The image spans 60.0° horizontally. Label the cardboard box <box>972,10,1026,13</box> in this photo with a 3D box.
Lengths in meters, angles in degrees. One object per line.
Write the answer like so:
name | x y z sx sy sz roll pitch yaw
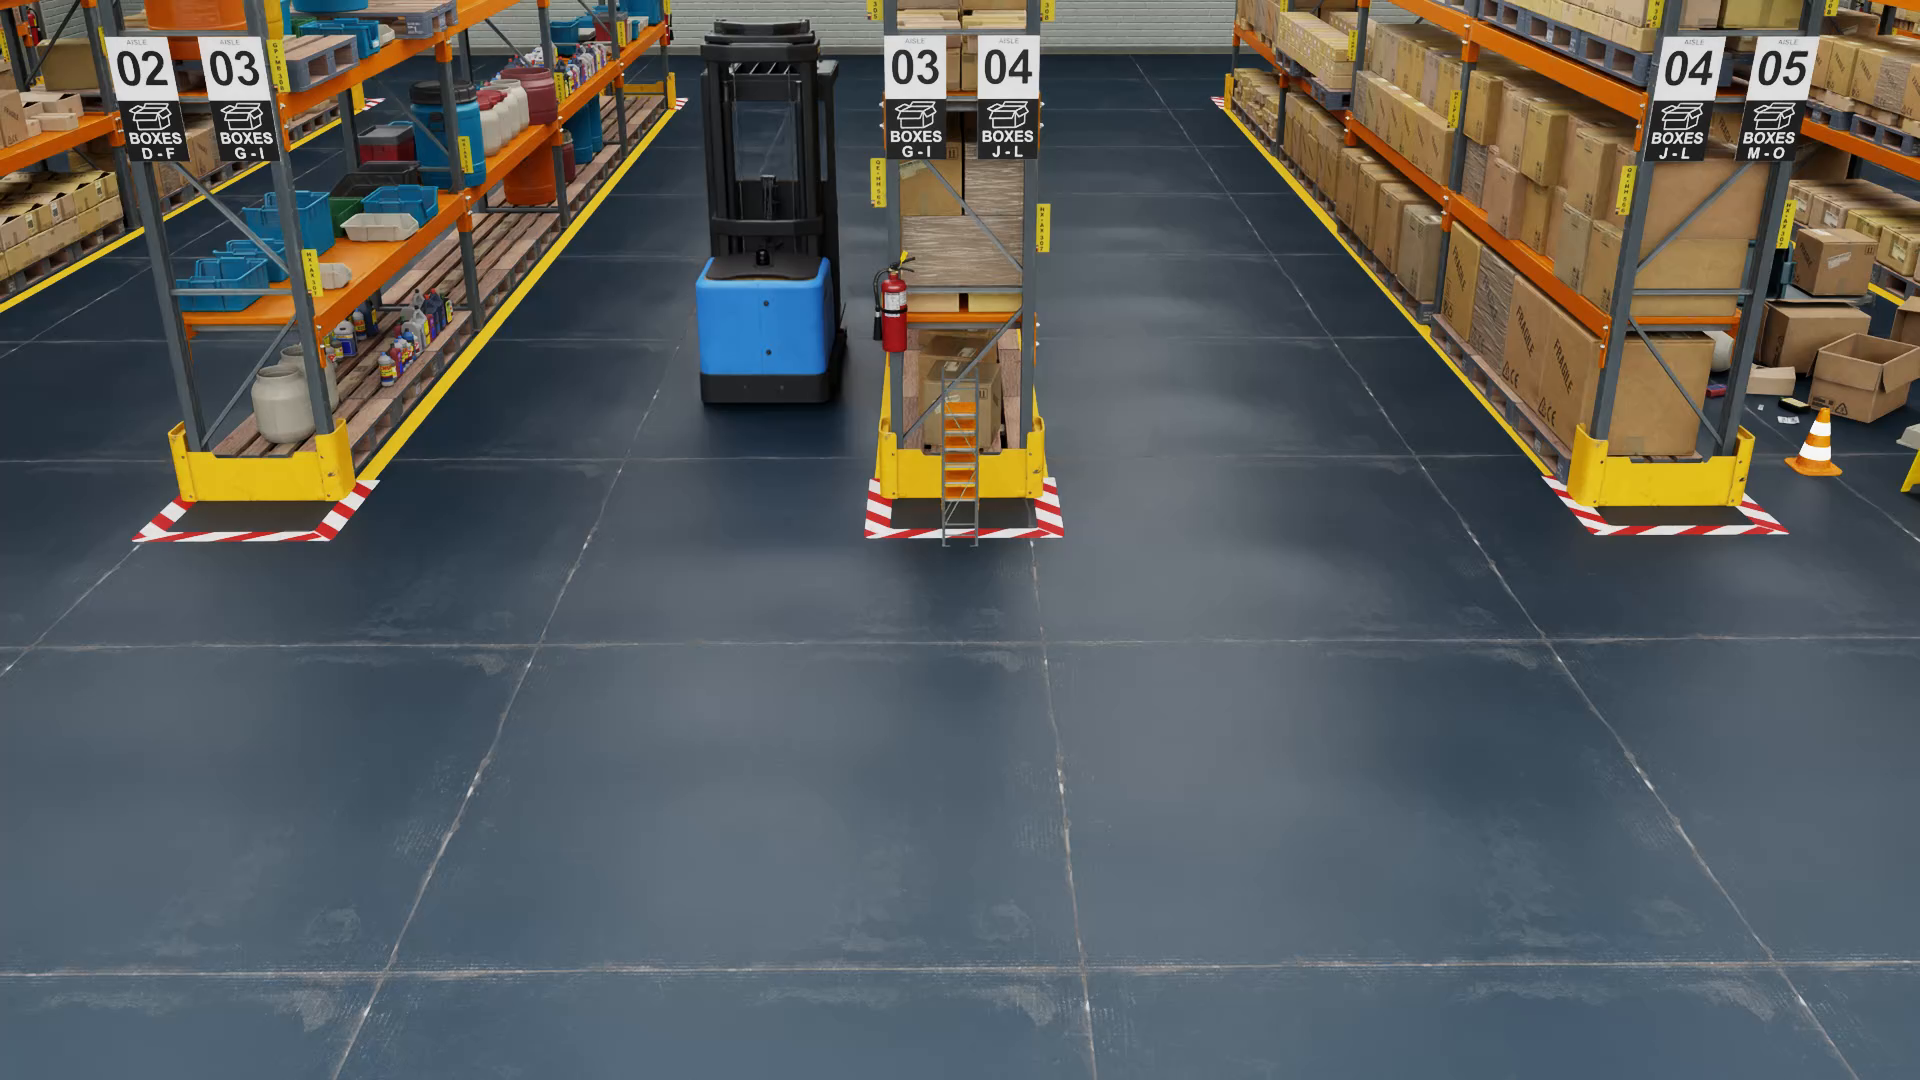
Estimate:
cardboard box | 0.278 -3.723 11.899 0.380 0.149 0.250 0 24 -1

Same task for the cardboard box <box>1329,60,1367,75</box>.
cardboard box | 4.425 -5.396 18.975 0.380 0.149 0.250 0 24 1

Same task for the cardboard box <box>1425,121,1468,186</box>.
cardboard box | 4.656 -3.593 15.433 0.500 0.500 0.500 0 24 -1

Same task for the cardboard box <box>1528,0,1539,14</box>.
cardboard box | 4.609 -4.146 12.812 0.380 0.149 0.250 0 24 -1

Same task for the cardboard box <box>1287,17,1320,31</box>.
cardboard box | 4.396 -6.593 21.261 0.380 0.149 0.250 0 24 0

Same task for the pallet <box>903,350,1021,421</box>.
pallet | 0.027 -1.302 13.872 1.003 0.211 1.213 0 24 -1

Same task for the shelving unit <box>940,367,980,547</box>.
shelving unit | 0.000 -0.541 10.989 0.258 1.200 0.189 0 24 -1

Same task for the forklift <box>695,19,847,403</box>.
forklift | -1.593 -3.010 14.348 1.130 2.935 3.031 0 24 0

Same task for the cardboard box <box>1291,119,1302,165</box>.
cardboard box | 4.592 -5.159 21.540 0.500 0.500 0.500 1 24 2

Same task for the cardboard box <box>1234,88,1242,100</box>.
cardboard box | 4.484 -6.953 25.934 0.380 0.149 0.250 0 24 1

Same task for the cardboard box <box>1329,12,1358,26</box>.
cardboard box | 5.041 -6.814 21.748 0.380 0.149 0.250 1 24 2

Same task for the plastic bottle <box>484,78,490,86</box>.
plastic bottle | -5.461 -5.186 19.217 0.061 0.283 0.133 0 24 -1

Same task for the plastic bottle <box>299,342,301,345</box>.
plastic bottle | -5.374 -1.501 13.699 0.152 0.276 0.135 0 24 0

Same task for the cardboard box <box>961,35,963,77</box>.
cardboard box | 0.253 -3.415 11.703 0.500 0.250 0.500 -1 24 -2

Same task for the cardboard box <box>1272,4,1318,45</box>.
cardboard box | 4.554 -7.009 22.625 0.500 0.500 0.500 0 24 0

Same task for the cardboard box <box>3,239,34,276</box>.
cardboard box | -9.707 -2.840 16.716 0.500 0.250 0.500 -1 24 -2

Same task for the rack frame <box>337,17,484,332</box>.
rack frame | -4.984 -3.331 14.974 1.000 3.000 0.127 0 24 -1

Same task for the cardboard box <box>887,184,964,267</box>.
cardboard box | -0.092 -2.318 12.253 0.875 0.500 0.500 0 24 -1

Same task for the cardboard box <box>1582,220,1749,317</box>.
cardboard box | 4.923 -1.906 11.643 0.875 0.550 0.550 0 24 -1

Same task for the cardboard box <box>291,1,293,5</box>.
cardboard box | -9.766 -7.940 23.832 0.500 0.500 0.500 0 24 1

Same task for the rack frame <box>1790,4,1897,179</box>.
rack frame | 9.834 -5.046 18.766 1.000 3.000 0.127 0 24 -1

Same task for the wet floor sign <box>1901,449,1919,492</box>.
wet floor sign | 6.953 -0.610 11.815 0.267 0.644 0.232 -4 25 -10

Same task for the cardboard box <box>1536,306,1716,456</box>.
cardboard box | 4.899 -1.188 12.305 0.875 0.875 0.875 0 24 0

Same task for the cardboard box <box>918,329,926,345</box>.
cardboard box | -0.053 -2.004 14.566 0.500 0.500 0.500 8 25 16

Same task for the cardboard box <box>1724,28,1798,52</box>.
cardboard box | 5.290 -3.317 10.978 0.380 0.149 0.250 0 24 0

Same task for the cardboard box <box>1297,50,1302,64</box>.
cardboard box | 4.406 -6.005 20.682 0.380 0.149 0.250 -1 24 -2

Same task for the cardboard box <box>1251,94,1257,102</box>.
cardboard box | 4.577 -6.661 24.926 0.380 0.149 0.250 -1 24 -3

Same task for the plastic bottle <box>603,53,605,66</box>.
plastic bottle | -4.715 -6.328 21.843 0.097 0.201 0.097 0 24 0

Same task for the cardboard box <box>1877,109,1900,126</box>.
cardboard box | 9.621 -4.322 16.961 0.380 0.149 0.250 1 24 1

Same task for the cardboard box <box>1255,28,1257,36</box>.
cardboard box | 4.560 -7.493 24.483 0.380 0.149 0.250 -1 24 -2

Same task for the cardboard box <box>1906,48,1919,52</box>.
cardboard box | 10.140 -4.811 17.256 0.500 0.500 0.500 -2 24 -4

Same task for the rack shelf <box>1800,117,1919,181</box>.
rack shelf | 9.856 -3.894 17.092 1.077 0.370 4.000 0 24 -1

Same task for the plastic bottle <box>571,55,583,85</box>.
plastic bottle | -4.722 -5.774 20.435 0.144 0.351 0.185 0 24 -1

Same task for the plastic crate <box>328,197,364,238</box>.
plastic crate | -5.252 -2.674 13.778 0.450 0.188 0.662 0 24 -1

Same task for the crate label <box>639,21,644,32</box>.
crate label | -4.909 -7.613 24.690 0.396 0.136 0.243 0 24 -1

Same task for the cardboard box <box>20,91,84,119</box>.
cardboard box | -10.021 -4.768 18.259 0.500 0.311 0.500 1 24 3

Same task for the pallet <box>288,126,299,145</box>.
pallet | -10.031 -5.619 23.418 1.003 0.211 1.213 0 24 -1

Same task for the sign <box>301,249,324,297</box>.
sign | -4.390 -1.809 11.274 0.100 0.325 0.005 0 24 -1

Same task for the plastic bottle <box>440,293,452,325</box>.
plastic bottle | -4.649 -2.097 15.008 0.061 0.283 0.133 1 24 2

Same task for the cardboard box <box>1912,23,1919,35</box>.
cardboard box | 14.404 -7.584 24.683 0.380 0.149 0.250 -1 24 -2

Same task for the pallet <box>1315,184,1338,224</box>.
pallet | 4.878 -4.033 19.912 1.003 0.211 1.213 0 24 -1

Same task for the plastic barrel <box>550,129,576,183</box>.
plastic barrel | -5.063 -4.738 20.504 0.600 0.588 0.708 0 24 -1

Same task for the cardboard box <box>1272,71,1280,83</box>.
cardboard box | 5.003 -7.121 25.583 0.380 0.149 0.250 0 24 0

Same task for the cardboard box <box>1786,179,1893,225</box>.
cardboard box | 9.830 -3.807 18.706 0.950 0.372 0.625 -2 24 -4

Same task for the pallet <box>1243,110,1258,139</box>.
pallet | 4.783 -6.140 24.570 1.003 0.211 1.213 0 24 -1

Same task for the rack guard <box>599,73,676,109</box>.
rack guard | -5.128 -7.146 26.444 1.175 0.500 0.348 0 24 -1

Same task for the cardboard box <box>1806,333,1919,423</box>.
cardboard box | 7.371 -1.324 13.567 0.797 0.503 0.637 -19 31 -36

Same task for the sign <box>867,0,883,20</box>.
sign | -0.543 -3.481 10.591 0.100 0.325 0.005 0 24 -1

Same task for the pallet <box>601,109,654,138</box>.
pallet | -5.135 -6.163 24.622 1.003 0.211 1.213 0 24 -1

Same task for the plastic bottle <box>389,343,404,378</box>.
plastic bottle | -4.633 -1.487 13.660 0.061 0.283 0.133 0 24 0

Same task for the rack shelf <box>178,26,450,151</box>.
rack shelf | -4.962 -3.545 12.682 1.077 0.370 4.000 0 24 -1

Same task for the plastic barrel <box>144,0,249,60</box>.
plastic barrel | -5.073 -3.636 10.978 0.600 0.830 0.708 0 24 -1

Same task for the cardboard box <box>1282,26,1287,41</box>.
cardboard box | 4.391 -6.571 21.574 0.380 0.149 0.250 -1 24 -2

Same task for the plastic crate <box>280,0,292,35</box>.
plastic crate | -5.262 -3.826 12.449 0.392 0.384 0.575 0 24 -1

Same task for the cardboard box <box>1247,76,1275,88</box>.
cardboard box | 4.548 -6.905 25.105 0.380 0.149 0.250 -1 24 -3

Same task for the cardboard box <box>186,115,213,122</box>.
cardboard box | -9.736 -5.262 21.744 0.500 0.500 0.500 0 24 0
